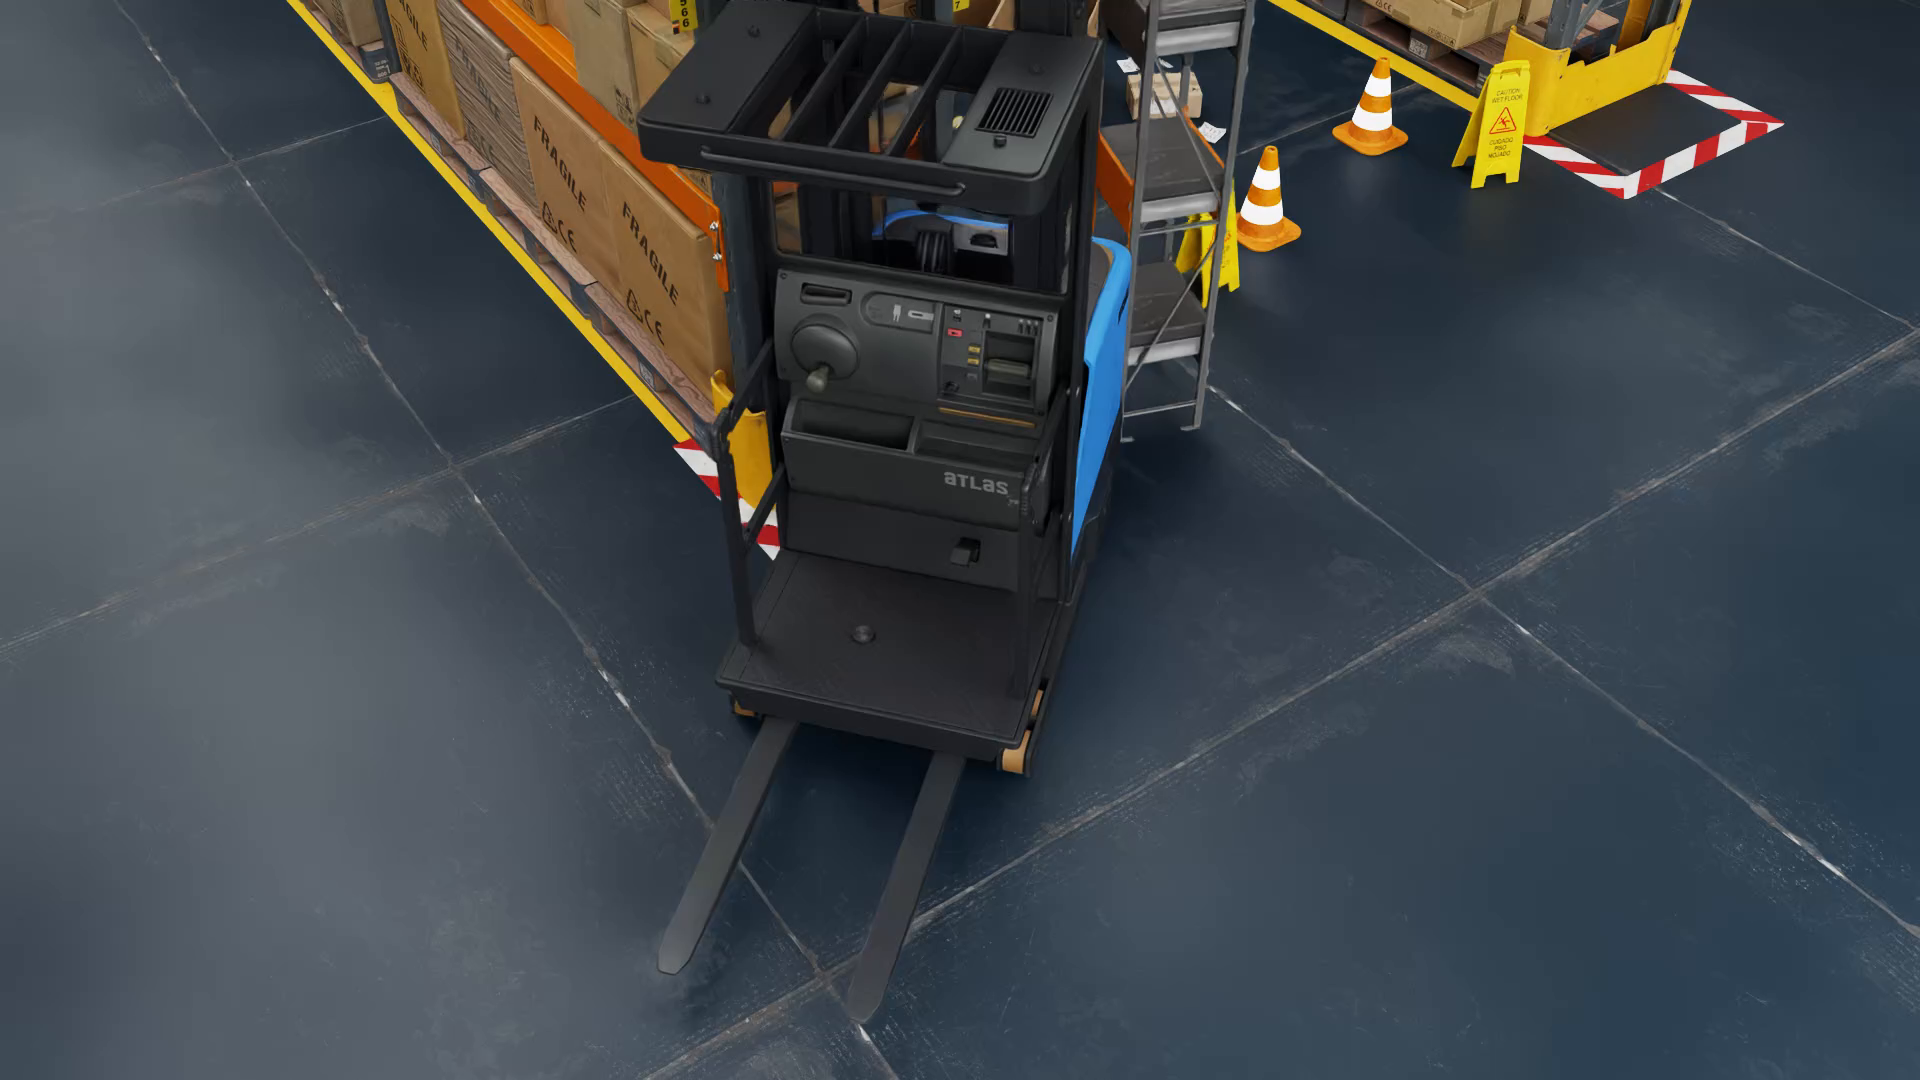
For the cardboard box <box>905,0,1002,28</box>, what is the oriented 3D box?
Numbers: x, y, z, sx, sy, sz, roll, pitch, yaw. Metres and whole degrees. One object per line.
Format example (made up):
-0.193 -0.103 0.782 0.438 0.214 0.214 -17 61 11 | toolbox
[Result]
-0.088 -3.214 9.654 0.797 0.637 0.503 -26 49 -24 | cardboard box

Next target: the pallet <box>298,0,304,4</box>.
-3.961 -3.890 10.672 1.003 0.211 1.213 -26 49 -24 | pallet

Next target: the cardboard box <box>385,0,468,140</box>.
-2.453 -2.799 8.744 0.875 0.875 0.875 -25 49 -24 | cardboard box

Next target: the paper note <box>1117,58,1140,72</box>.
0.999 -2.758 9.625 0.148 0.019 0.142 -10 45 -11 | paper note

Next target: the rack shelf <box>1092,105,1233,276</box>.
0.789 -1.370 6.684 0.431 0.518 0.480 -11 45 -11 | rack shelf

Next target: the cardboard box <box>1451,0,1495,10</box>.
2.863 -3.326 9.206 0.500 0.500 0.500 -25 49 -24 | cardboard box

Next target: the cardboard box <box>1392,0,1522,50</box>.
2.838 -3.069 9.480 0.500 0.250 0.500 -26 49 -25 | cardboard box

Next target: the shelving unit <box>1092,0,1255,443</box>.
0.789 -1.380 6.674 0.431 2.100 0.503 -11 45 -11 | shelving unit

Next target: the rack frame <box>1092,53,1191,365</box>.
0.722 -1.542 6.844 0.400 2.100 0.015 -11 45 -11 | rack frame

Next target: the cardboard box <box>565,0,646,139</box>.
-1.049 -2.083 6.652 0.875 0.550 0.550 -26 49 -24 | cardboard box

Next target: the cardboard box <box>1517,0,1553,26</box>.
3.300 -3.270 9.690 0.500 0.250 0.500 -26 49 -25 | cardboard box

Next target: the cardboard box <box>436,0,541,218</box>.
-1.934 -2.290 8.211 0.875 0.875 0.875 -25 49 -24 | cardboard box

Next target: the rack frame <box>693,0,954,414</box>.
-0.467 -1.534 6.185 1.000 3.000 0.127 -26 49 -24 | rack frame

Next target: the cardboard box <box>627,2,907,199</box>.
-0.717 -1.781 6.334 0.875 0.550 0.550 -26 49 -24 | cardboard box

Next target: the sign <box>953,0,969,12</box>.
-0.009 -2.092 6.085 0.100 0.325 0.005 -26 49 -24 | sign

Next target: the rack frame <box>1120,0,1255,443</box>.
0.855 -1.217 6.505 0.400 2.100 0.015 -11 45 -11 | rack frame

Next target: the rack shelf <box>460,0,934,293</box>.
-1.611 -2.407 7.620 1.077 0.370 4.000 -26 49 -24 | rack shelf

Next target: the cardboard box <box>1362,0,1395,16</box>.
2.562 -3.352 9.776 0.500 0.250 0.500 -26 49 -24 | cardboard box

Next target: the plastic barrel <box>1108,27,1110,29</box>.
1.111 -3.187 9.781 0.512 0.421 0.421 4 44 4 | plastic barrel

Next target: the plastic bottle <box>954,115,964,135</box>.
0.010 -2.245 9.058 0.283 0.061 0.133 26 49 25 | plastic bottle

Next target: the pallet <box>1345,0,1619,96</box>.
3.056 -3.055 9.798 1.003 0.211 1.213 -26 49 -24 | pallet

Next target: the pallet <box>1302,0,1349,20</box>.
2.362 -3.746 10.521 1.003 0.211 1.213 -26 49 -24 | pallet

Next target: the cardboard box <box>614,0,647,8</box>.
-1.038 -2.479 6.284 0.875 0.550 0.550 -26 49 -24 | cardboard box

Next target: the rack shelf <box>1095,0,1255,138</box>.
0.789 -1.876 6.201 0.431 0.518 0.480 -11 45 -11 | rack shelf

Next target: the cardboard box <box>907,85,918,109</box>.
-0.262 -2.565 9.244 0.396 0.266 0.258 -18 46 -18 | cardboard box

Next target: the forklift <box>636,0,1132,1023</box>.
-0.203 -0.538 5.191 1.130 2.935 3.031 11 45 11 | forklift

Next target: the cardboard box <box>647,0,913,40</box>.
-0.648 -2.204 5.996 0.875 0.550 0.550 -26 49 -24 | cardboard box

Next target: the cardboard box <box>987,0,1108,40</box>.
0.454 -2.638 9.149 0.637 0.503 0.797 11 45 11 | cardboard box

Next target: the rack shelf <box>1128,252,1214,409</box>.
0.789 -0.863 7.167 0.431 0.518 0.480 -11 45 -11 | rack shelf

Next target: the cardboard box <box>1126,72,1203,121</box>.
1.129 -2.460 9.219 0.380 0.149 0.250 -3 44 -4 | cardboard box

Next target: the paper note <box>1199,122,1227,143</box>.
1.361 -2.222 9.055 0.142 0.019 0.148 26 49 25 | paper note

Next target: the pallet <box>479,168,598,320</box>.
-1.683 -1.638 8.313 1.003 0.211 1.213 -26 49 -24 | pallet

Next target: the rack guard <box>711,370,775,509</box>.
-0.454 -0.616 7.034 1.175 0.500 0.348 -26 49 -24 | rack guard

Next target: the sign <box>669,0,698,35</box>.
-0.920 -1.832 5.487 0.100 0.325 0.005 -26 49 -24 | sign

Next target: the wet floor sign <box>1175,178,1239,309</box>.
1.173 -1.448 7.800 0.267 0.644 0.232 -35 53 -31 | wet floor sign

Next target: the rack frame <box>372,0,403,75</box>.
-2.756 -3.800 8.558 1.000 3.000 0.127 -26 49 -24 | rack frame

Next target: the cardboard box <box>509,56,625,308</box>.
-1.415 -1.773 7.669 0.875 0.875 0.875 -26 50 -25 | cardboard box

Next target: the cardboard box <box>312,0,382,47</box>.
-3.185 -3.454 9.521 1.050 0.750 0.750 -26 49 -25 | cardboard box

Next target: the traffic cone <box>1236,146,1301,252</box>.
1.515 -1.732 8.229 0.336 0.463 0.334 -26 49 -24 | traffic cone

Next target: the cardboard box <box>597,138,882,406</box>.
-0.909 -1.275 7.148 0.875 0.875 0.875 -25 49 -24 | cardboard box

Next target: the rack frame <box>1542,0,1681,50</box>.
3.535 -3.547 8.293 1.000 3.000 0.127 -26 49 -24 | rack frame

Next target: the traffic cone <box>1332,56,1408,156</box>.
2.231 -2.363 8.890 0.336 0.463 0.334 -26 49 -24 | traffic cone

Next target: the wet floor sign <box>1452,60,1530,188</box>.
2.766 -2.165 8.550 0.267 0.644 0.232 -10 45 -11 | wet floor sign

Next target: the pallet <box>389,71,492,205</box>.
-2.385 -2.329 9.037 1.003 0.211 1.213 -26 49 -24 | pallet

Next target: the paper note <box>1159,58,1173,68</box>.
1.184 -2.765 9.639 0.032 0.001 0.123 -26 49 -24 | paper note

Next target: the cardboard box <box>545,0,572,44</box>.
-1.267 -2.450 7.036 0.875 0.550 0.550 -26 49 -24 | cardboard box

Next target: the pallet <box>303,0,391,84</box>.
-3.259 -3.198 9.947 1.003 0.211 1.213 -26 49 -24 | pallet

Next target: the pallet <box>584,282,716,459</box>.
-0.989 -0.947 7.590 1.003 0.211 1.213 -26 49 -24 | pallet

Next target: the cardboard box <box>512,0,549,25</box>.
-1.604 -2.734 7.333 0.875 0.550 0.500 -26 49 -24 | cardboard box

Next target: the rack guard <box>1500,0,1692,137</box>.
3.491 -2.686 9.201 1.175 0.500 0.348 -26 49 -24 | rack guard
